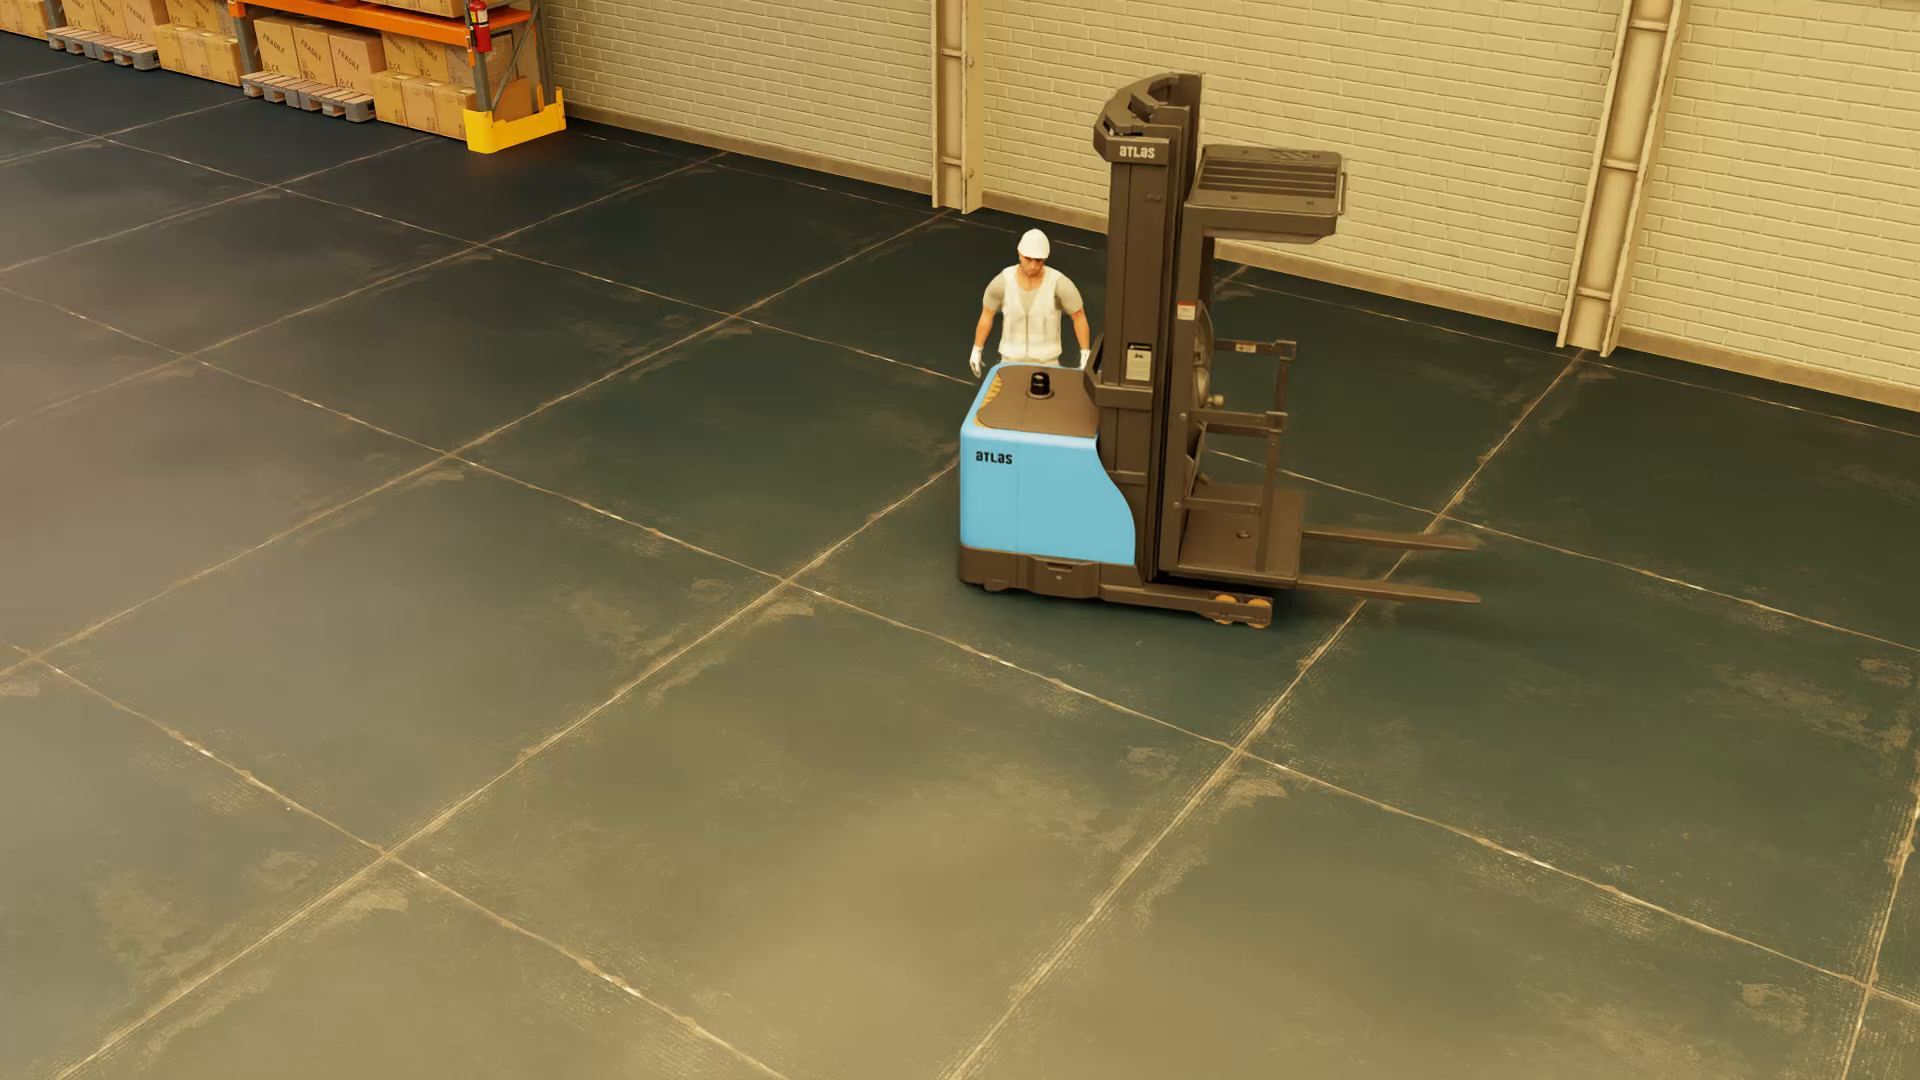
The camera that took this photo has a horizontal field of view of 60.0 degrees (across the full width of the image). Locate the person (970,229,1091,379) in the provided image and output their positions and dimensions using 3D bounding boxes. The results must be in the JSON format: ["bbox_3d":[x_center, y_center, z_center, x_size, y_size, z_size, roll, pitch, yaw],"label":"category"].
[{"bbox_3d":[0.465,-1.175,10.785,0.815,1.754,0.398,4,30,8],"label":"person"}]

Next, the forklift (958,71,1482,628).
[{"bbox_3d":[1.560,-1.051,9.392,3.031,2.935,1.130,6,31,11],"label":"forklift"}]
